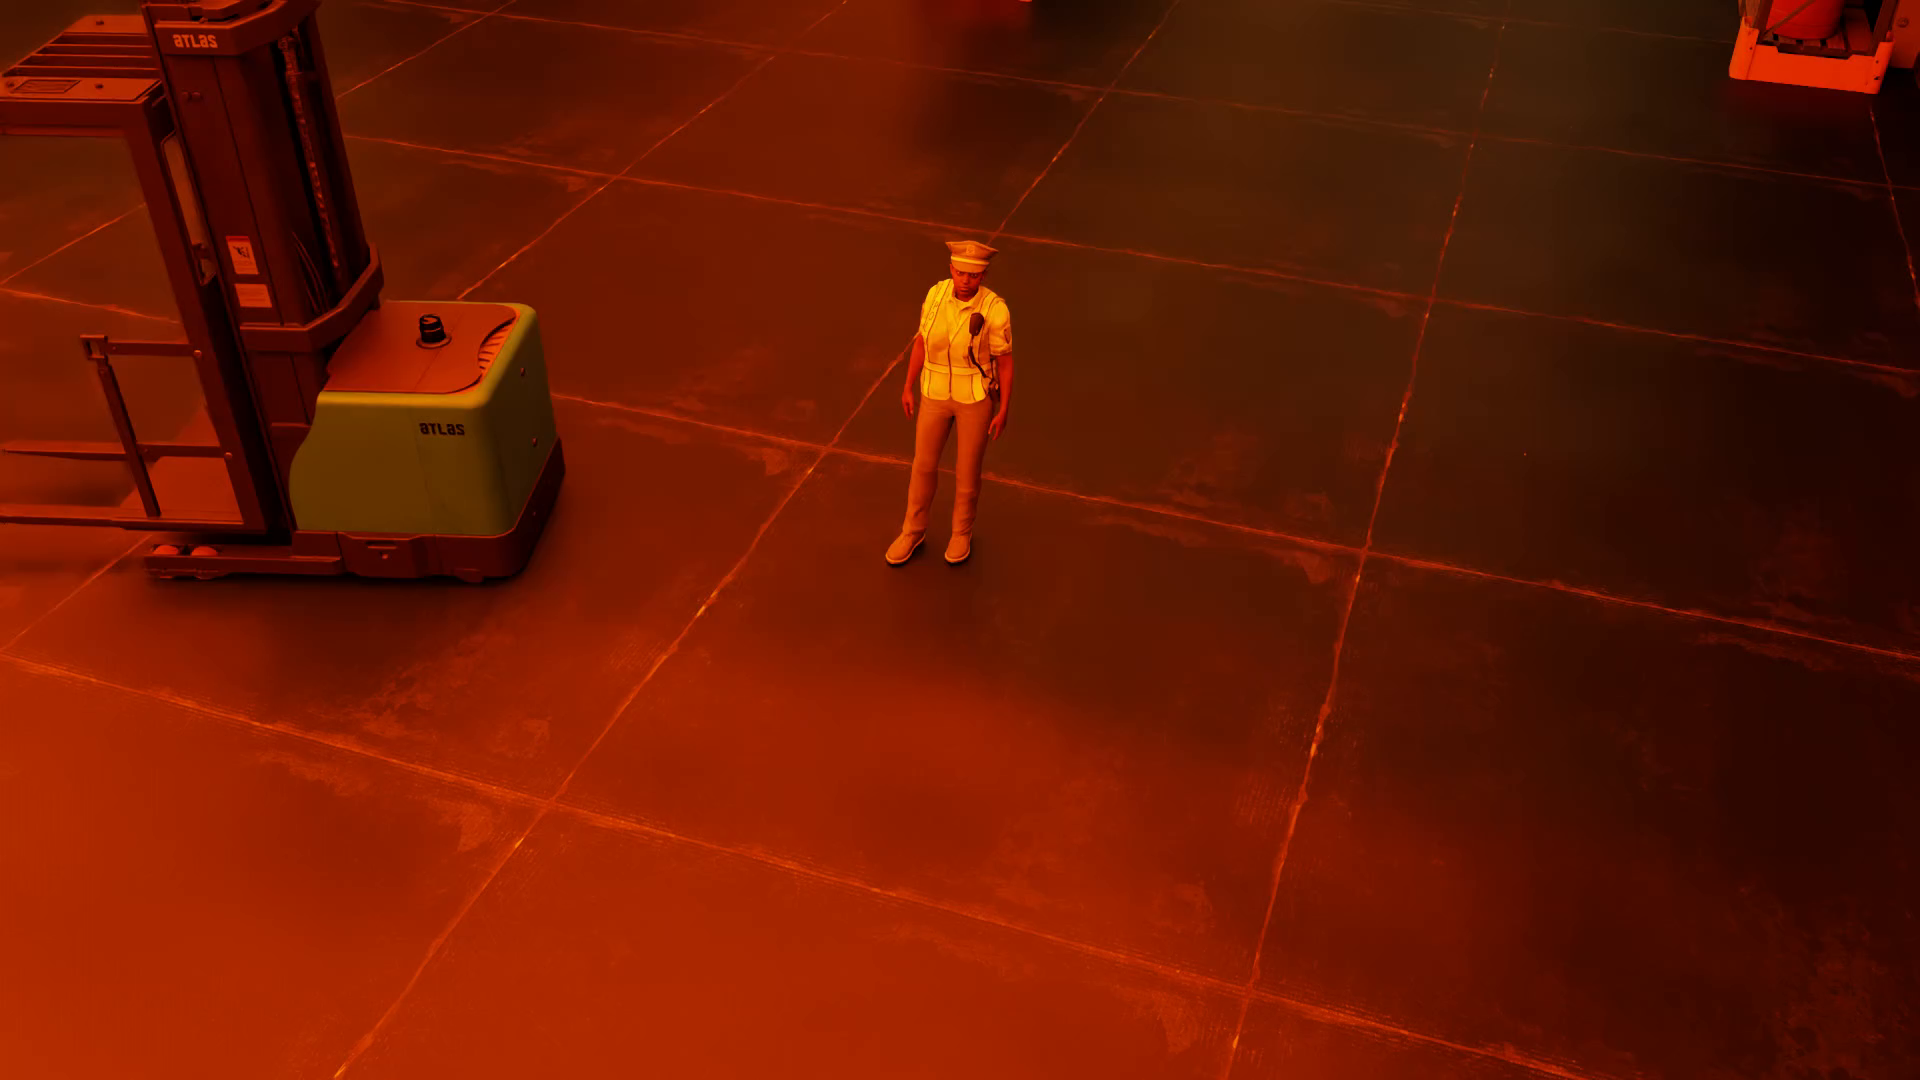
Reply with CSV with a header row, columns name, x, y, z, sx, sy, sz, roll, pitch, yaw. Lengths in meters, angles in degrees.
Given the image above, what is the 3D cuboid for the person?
name,x,y,z,sx,sy,sz,roll,pitch,yaw
person,-0.044,-0.660,8.098,0.569,1.695,0.528,12,37,16

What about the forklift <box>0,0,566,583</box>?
name,x,y,z,sx,sy,sz,roll,pitch,yaw
forklift,-3.678,-1.300,7.944,3.031,2.935,1.130,2,35,2
